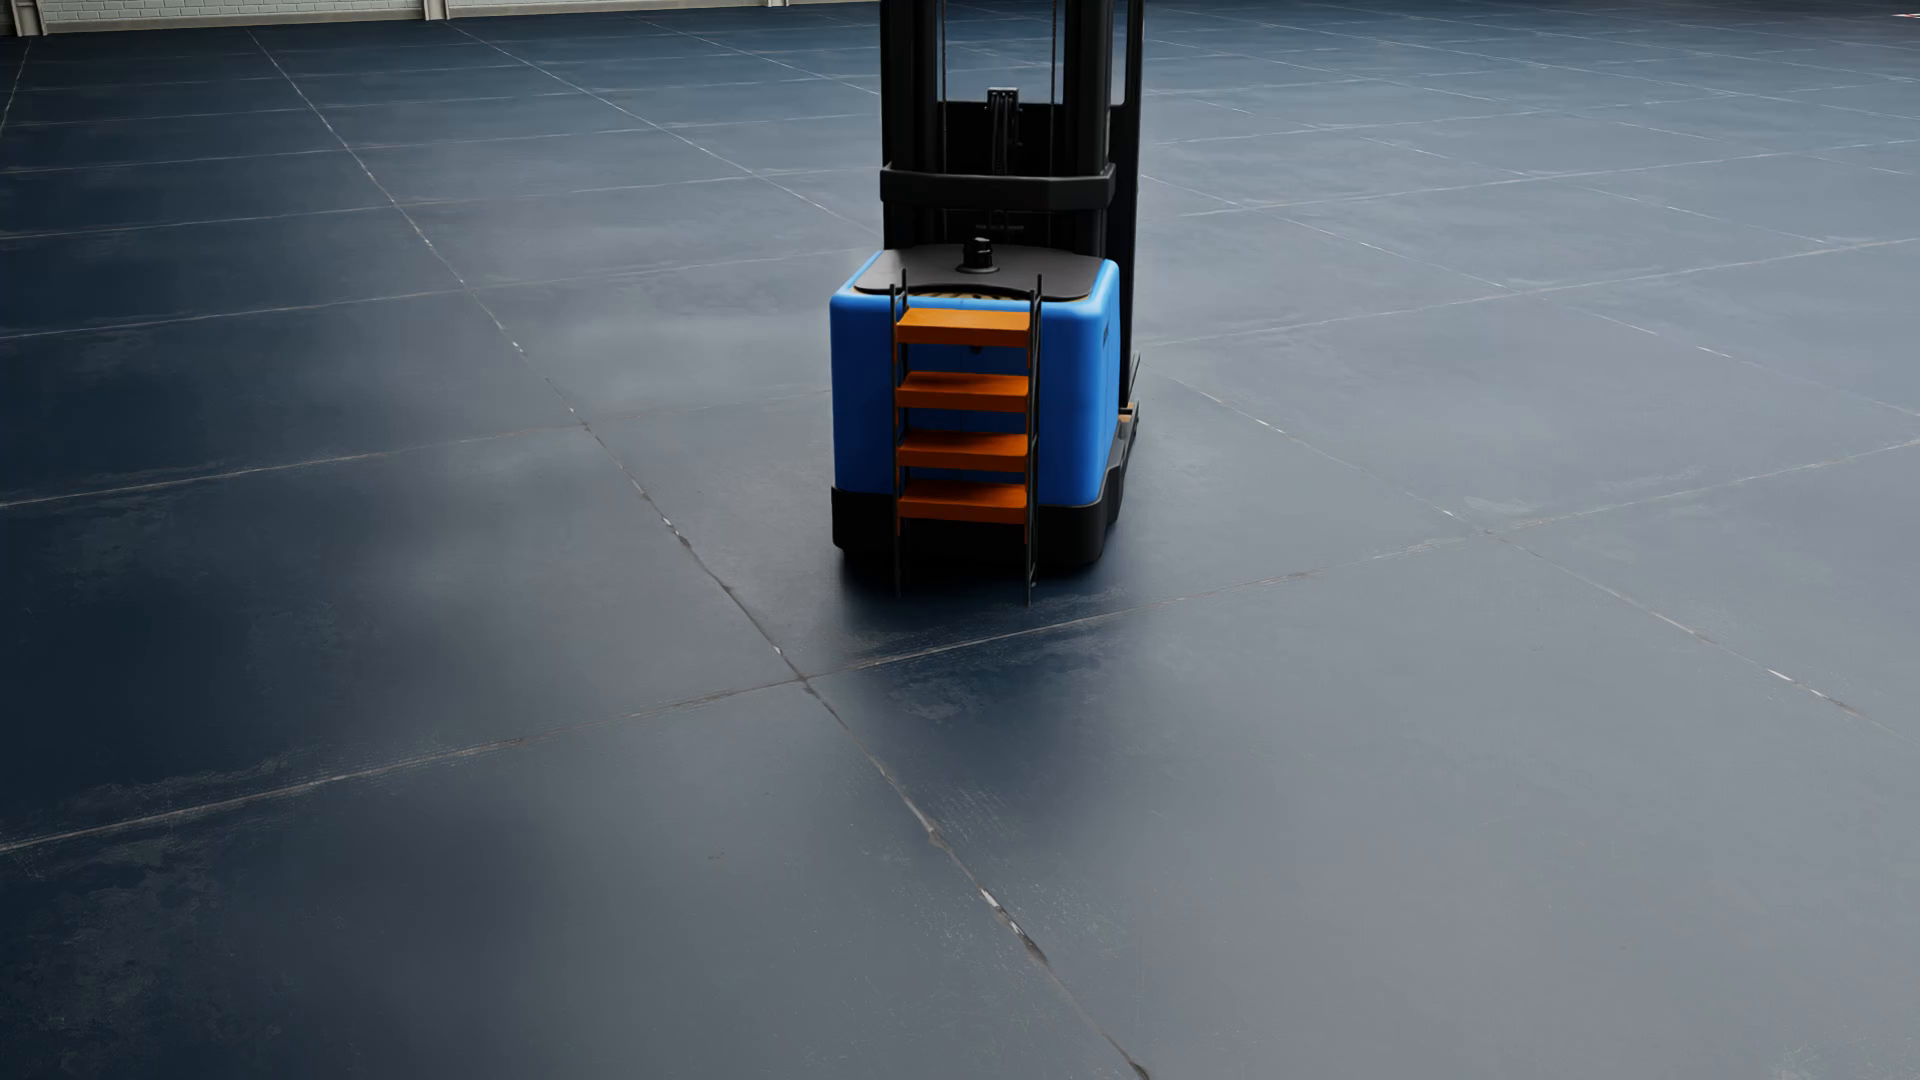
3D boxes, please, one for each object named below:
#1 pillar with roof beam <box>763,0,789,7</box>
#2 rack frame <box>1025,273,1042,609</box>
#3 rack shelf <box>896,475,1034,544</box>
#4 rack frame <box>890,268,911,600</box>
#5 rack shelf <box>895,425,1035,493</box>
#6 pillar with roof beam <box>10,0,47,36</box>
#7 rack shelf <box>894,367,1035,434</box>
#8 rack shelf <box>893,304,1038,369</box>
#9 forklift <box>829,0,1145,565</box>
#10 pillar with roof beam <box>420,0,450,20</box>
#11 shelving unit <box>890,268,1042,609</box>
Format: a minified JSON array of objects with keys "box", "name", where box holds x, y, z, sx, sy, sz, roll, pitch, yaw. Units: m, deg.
[{"box":[-1.476,-12.376,24.883,0.400,9.000,9.100,-10,25,-24],"name":"pillar with roof beam"},{"box":[0.265,-0.346,6.017,0.015,1.200,0.240,4,23,8],"name":"rack frame"},{"box":[0.024,-0.115,6.154,0.480,0.148,0.258,3,23,8],"name":"rack shelf"},{"box":[-0.216,-0.375,6.088,0.015,1.200,0.240,4,23,8],"name":"rack frame"},{"box":[0.024,-0.298,6.078,0.480,0.148,0.258,3,23,8],"name":"rack shelf"},{"box":[-12.289,-10.386,20.074,0.400,9.000,9.100,-10,25,-24],"name":"pillar with roof beam"},{"box":[0.024,-0.505,5.992,0.480,0.148,0.258,3,23,8],"name":"rack shelf"},{"box":[0.024,-0.724,5.902,0.480,0.148,0.258,3,23,8],"name":"rack shelf"},{"box":[0.253,-1.789,7.240,1.130,2.935,3.031,4,23,9],"name":"forklift"},{"box":[-6.883,-11.381,22.479,0.400,9.000,9.100,-10,25,-24],"name":"pillar with roof beam"},{"box":[0.024,-0.361,6.052,0.503,1.200,0.258,4,23,8],"name":"shelving unit"}]
